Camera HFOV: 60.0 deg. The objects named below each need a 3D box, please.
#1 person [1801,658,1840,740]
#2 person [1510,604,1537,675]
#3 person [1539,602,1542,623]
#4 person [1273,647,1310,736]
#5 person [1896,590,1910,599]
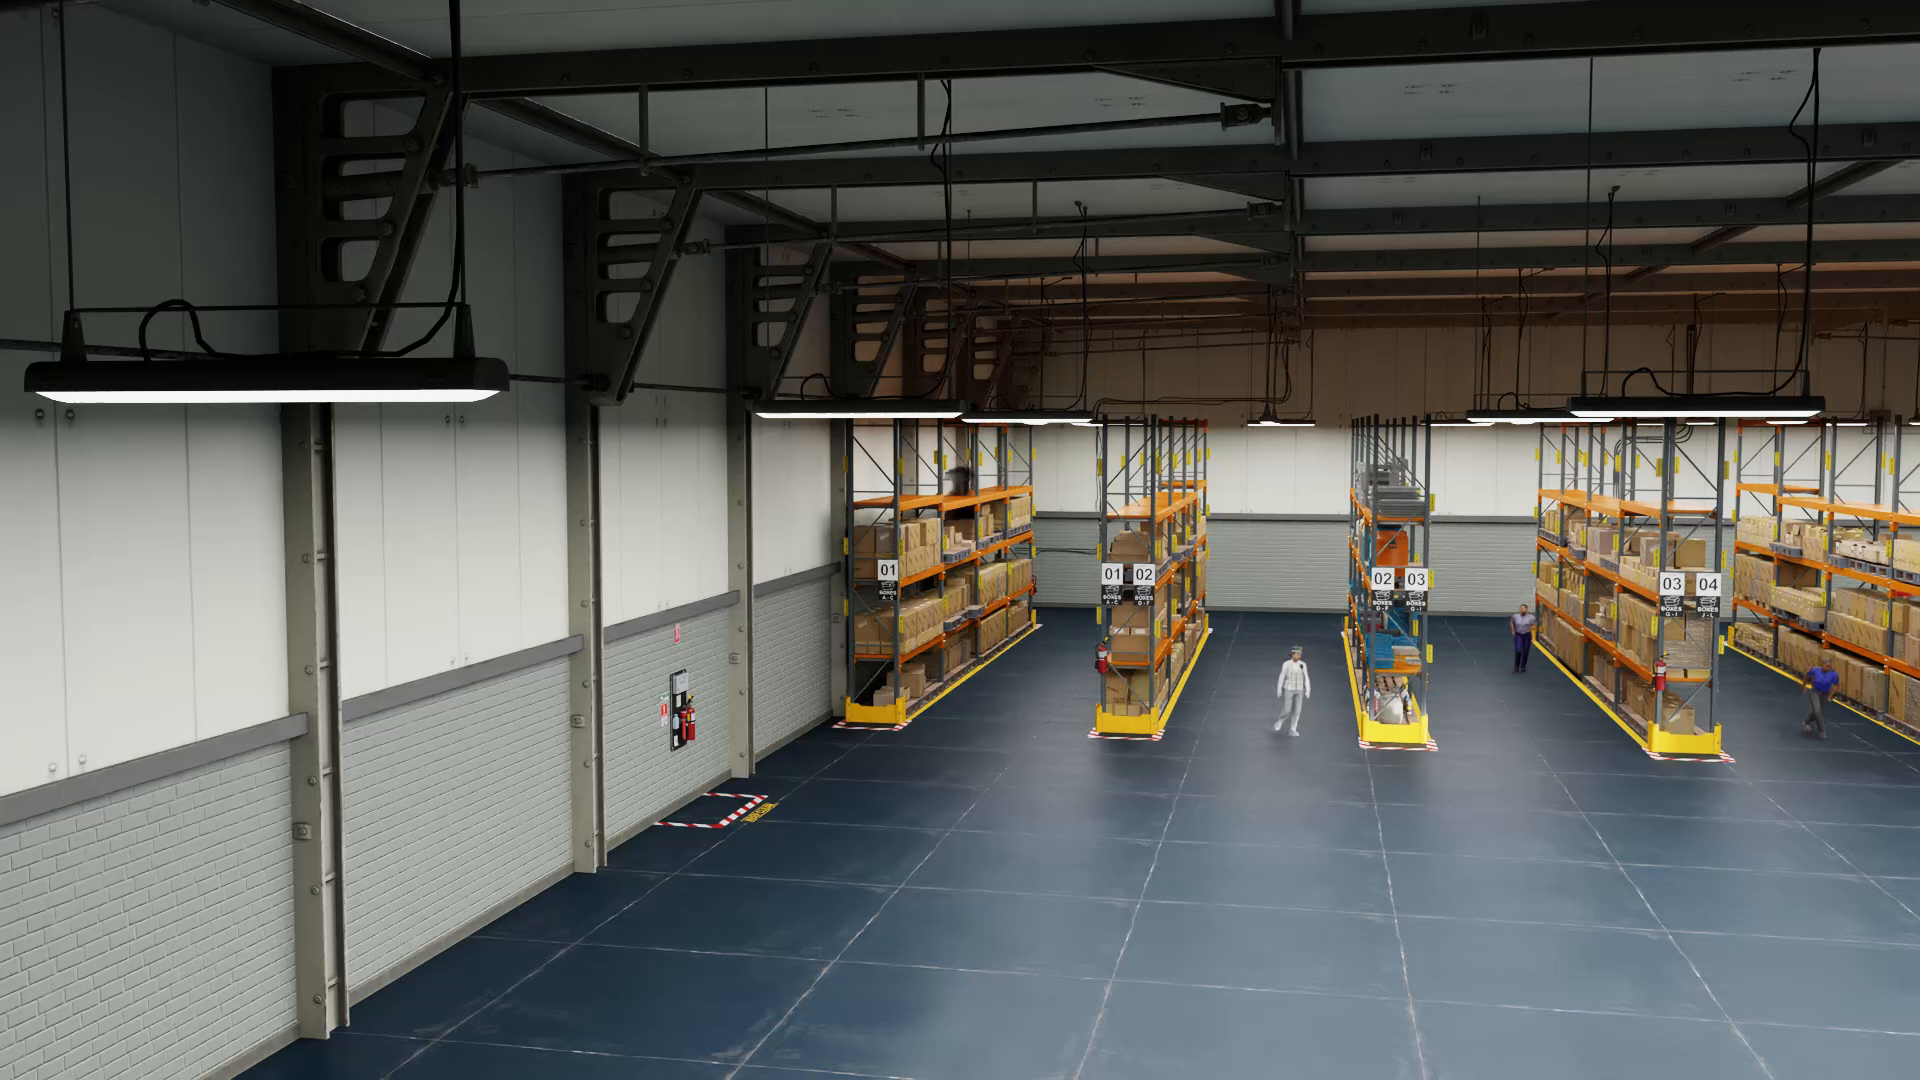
[{"bbox_3d":[15.994,2.905,30.994,0.586,1.495,1.000,1,4,12],"label":"person"},{"bbox_3d":[13.178,2.328,38.857,0.581,1.683,0.714,1,4,11],"label":"person"},{"bbox_3d":[16.232,1.874,46.071,0.906,1.581,0.509,2,4,27],"label":"person"},{"bbox_3d":[6.191,2.812,31.055,0.596,1.673,0.557,-1,4,-9],"label":"person"},{"bbox_3d":[25.500,1.840,45.076,0.989,1.702,0.668,0,4,-1],"label":"person"}]
